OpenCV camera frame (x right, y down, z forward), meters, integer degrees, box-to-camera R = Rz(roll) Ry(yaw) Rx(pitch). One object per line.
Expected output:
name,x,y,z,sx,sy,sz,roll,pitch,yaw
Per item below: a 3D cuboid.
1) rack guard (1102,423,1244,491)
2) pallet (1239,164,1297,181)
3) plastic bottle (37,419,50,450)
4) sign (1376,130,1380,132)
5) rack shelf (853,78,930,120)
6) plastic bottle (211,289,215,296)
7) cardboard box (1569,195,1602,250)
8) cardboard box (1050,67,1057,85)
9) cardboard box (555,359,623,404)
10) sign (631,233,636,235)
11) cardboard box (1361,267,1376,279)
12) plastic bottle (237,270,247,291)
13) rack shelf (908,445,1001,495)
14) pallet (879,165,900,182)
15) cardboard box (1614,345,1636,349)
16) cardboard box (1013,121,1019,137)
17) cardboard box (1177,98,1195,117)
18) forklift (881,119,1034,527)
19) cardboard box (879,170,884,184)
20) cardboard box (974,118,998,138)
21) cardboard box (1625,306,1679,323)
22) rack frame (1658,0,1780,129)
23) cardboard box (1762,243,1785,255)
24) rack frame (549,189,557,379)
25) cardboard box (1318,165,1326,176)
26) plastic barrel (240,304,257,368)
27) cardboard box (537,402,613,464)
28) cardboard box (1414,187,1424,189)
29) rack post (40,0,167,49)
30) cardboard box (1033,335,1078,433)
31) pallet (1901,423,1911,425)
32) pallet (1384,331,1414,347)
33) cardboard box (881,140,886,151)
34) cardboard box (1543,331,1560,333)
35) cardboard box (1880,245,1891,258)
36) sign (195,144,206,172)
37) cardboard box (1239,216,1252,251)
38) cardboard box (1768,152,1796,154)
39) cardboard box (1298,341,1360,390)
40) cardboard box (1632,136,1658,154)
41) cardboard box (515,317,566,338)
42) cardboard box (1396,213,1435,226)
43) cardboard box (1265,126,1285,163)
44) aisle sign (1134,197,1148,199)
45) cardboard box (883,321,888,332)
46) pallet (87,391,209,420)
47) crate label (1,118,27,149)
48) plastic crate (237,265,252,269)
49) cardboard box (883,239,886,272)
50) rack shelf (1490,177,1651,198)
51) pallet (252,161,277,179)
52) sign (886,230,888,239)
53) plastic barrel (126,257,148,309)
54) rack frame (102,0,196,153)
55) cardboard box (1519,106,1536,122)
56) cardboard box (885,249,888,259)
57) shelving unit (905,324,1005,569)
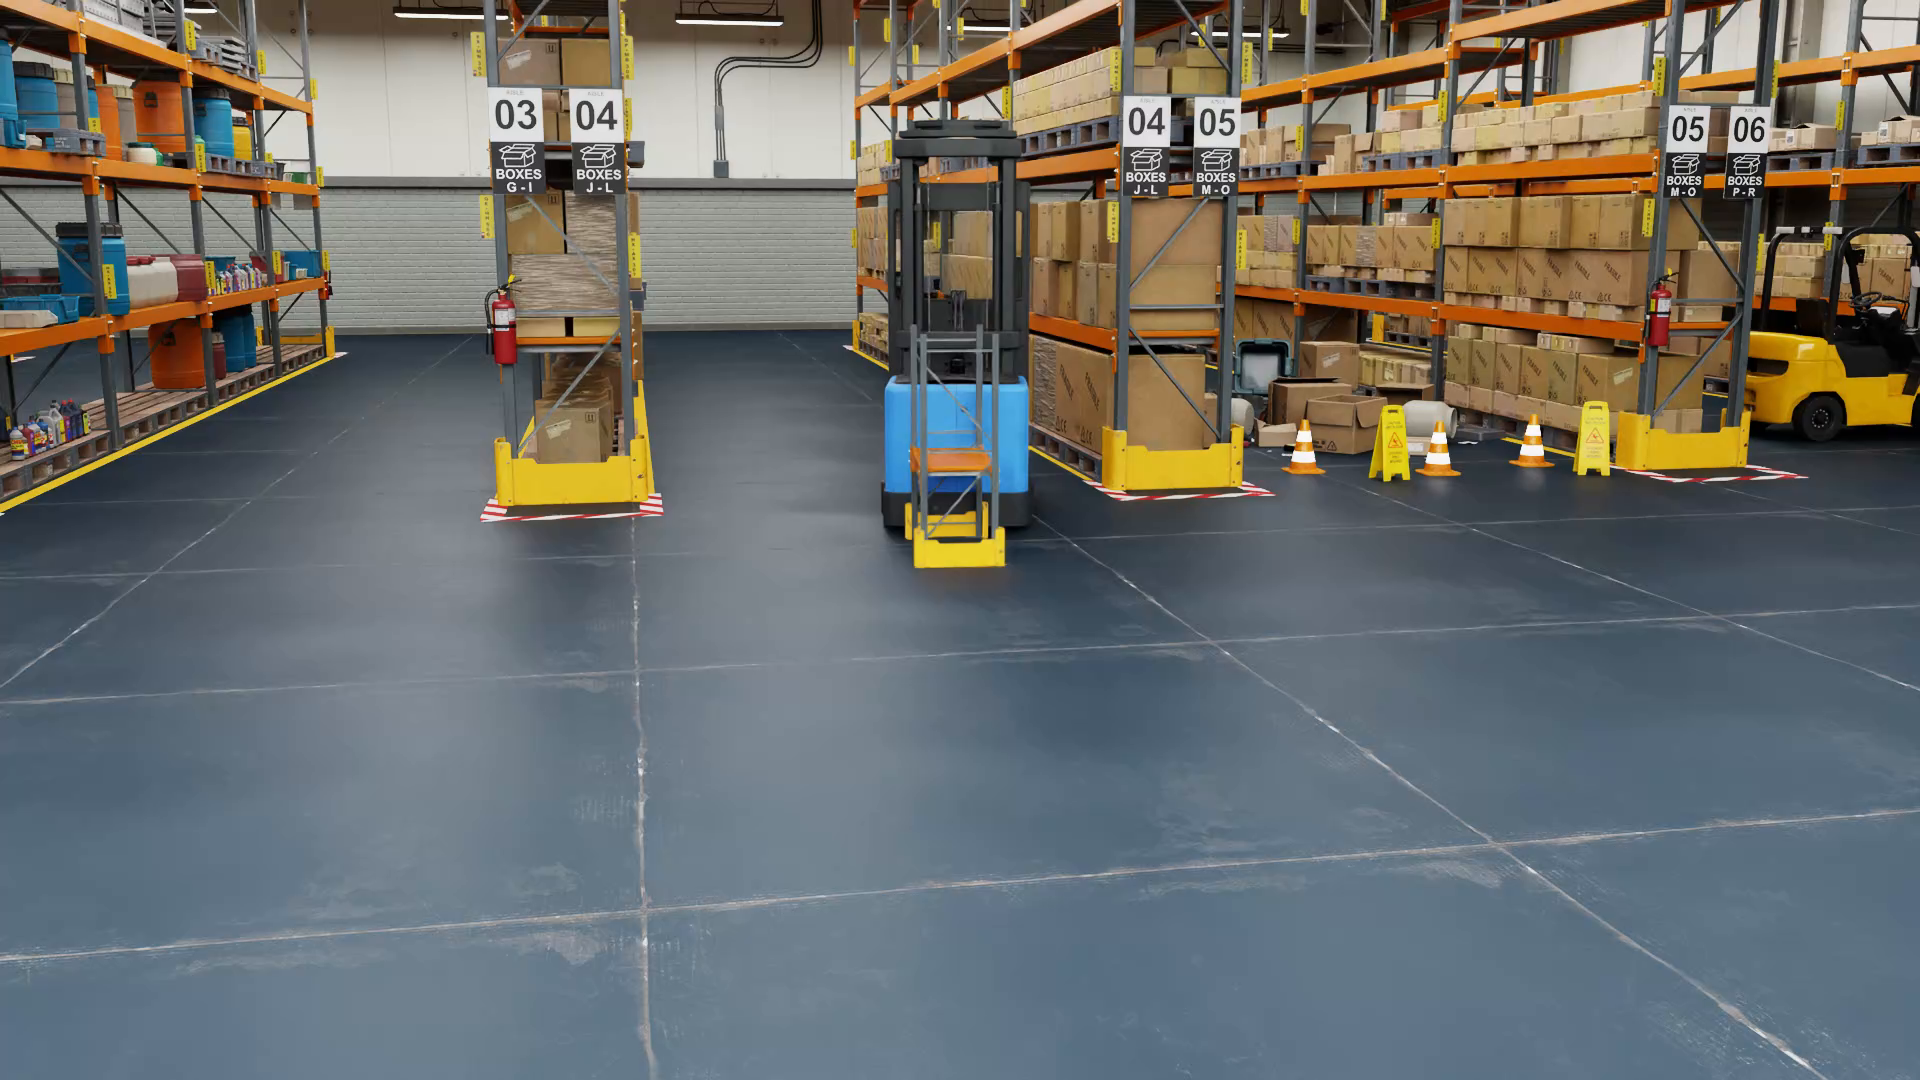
rack guard,1.800,-0.709,14.083,1.175,0.500,0.348,-2,11,-11
pallet,4.677,-5.309,24.049,1.003,0.211,1.213,-2,11,-8
plastic bottle,-8.121,-0.937,14.718,0.097,0.271,0.097,0,11,0
sign,5.608,-5.354,22.397,0.100,0.325,0.005,-2,11,-11
rack shelf,-0.928,-7.101,26.869,1.077,0.370,4.000,-2,11,-11
plastic bottle,-9.290,-3.162,20.600,0.061,0.283,0.133,-2,11,-11
cardboard box,6.226,-3.005,15.724,0.700,0.500,0.500,-2,11,-10
cardboard box,1.050,-4.314,15.465,0.380,0.149,0.250,-2,11,-11
cardboard box,-4.040,-1.703,18.128,0.700,0.500,0.500,-2,11,-11
sign,-3.337,-2.959,16.907,0.100,0.325,0.005,-2,11,-11
cardboard box,5.223,-3.325,20.693,0.380,0.149,0.250,-2,11,-9
plastic bottle,-9.693,-3.494,22.365,0.152,0.276,0.135,-2,11,-11
rack shelf,-0.048,-0.479,11.164,0.538,0.185,1.000,-1,11,-5
pallet,-0.523,-5.406,24.557,1.213,0.211,1.003,-2,11,-11
cardboard box,6.545,-1.714,16.904,0.500,0.500,0.500,-2,11,-10
cardboard box,0.754,-4.201,17.005,0.380,0.149,0.250,-2,11,-12
cardboard box,2.043,-3.621,13.958,0.380,0.149,0.250,-2,11,-11
forklift,-0.007,-1.750,13.051,1.130,2.935,3.031,0,11,1
cardboard box,-0.985,-5.714,26.074,0.500,0.250,0.500,-2,11,-11
cardboard box,0.460,-4.673,19.053,0.500,0.311,0.500,-3,11,-13
cardboard box,6.348,-2.077,15.258,0.380,0.149,0.250,-2,11,-9
rack frame,6.631,-5.087,14.355,1.000,3.000,0.127,-2,11,-11
cardboard box,10.192,-3.614,20.658,0.380,0.149,0.250,-2,11,-13
rack frame,-4.646,-3.246,20.731,1.000,3.000,0.127,-2,11,-11
cardboard box,4.970,-4.893,22.031,0.380,0.149,0.250,-2,11,-11
plastic barrel,-10.193,-2.875,23.268,0.600,0.901,0.708,-2,11,-11
cardboard box,-3.195,-0.873,13.821,0.500,0.500,0.500,0,11,0
cardboard box,8.337,-6.347,29.668,0.380,0.149,0.250,-2,11,-11
rack post,-9.193,-5.736,17.232,1.013,1.000,3.121,-2,11,-11
cardboard box,1.250,-1.554,16.399,0.875,0.875,0.875,-2,11,-11
pallet,11.075,-1.313,18.030,1.003,0.211,1.213,-2,11,-11
pallet,8.558,-3.725,30.705,1.003,0.211,1.213,-2,11,-11
cardboard box,-1.018,-6.122,25.814,0.380,0.149,0.250,-2,11,-11
cardboard box,9.339,-3.119,25.622,0.500,0.500,0.500,-3,11,-13
cardboard box,10.655,-3.260,18.799,0.380,0.149,0.250,-2,11,-11
sign,-8.966,-4.510,19.626,0.100,0.325,0.005,-2,11,-11
cardboard box,4.429,-4.511,24.431,0.500,0.500,0.500,-2,11,-12
cardboard box,10.432,-5.015,21.232,0.380,0.166,0.250,-2,11,-11
cardboard box,4.113,-1.947,18.564,0.500,0.500,0.500,-2,11,-11
cardboard box,6.287,-3.545,14.949,0.380,0.149,0.250,-2,11,-11
cardboard box,-3.348,-1.701,13.281,0.380,0.149,0.250,-2,11,-11
cardboard box,5.395,-3.796,19.696,0.380,0.149,0.250,-2,11,-13
cardboard box,4.696,-5.510,23.213,0.700,0.500,0.500,-3,11,-14
aisle sign,3.221,-6.354,30.104,0.394,0.787,0.004,-2,11,-11
cardboard box,-1.007,-3.387,26.377,0.380,0.149,0.250,-2,11,-12
pallet,-9.392,-1.553,19.291,1.003,0.211,1.213,-2,11,-11
crate label,-7.988,-3.355,13.676,0.502,0.251,0.408,-2,11,-11
plastic crate,-11.021,-4.127,25.645,0.416,0.233,0.300,-2,11,-11
cardboard box,-0.910,-4.416,25.810,0.500,0.500,0.500,-2,11,-11
rack shelf,9.554,-5.275,25.290,1.077,0.370,4.000,-2,11,-11
pallet,-10.034,-5.041,22.639,1.213,0.211,1.003,-2,11,-11
sign,-1.070,-4.546,25.244,0.100,0.325,0.005,-2,11,-11
plastic barrel,-8.840,-2.717,17.588,0.433,0.535,0.433,0,11,0
rack frame,-9.504,-6.013,19.224,1.000,3.000,0.127,-2,11,-11
cardboard box,5.901,-4.309,16.828,0.380,0.149,0.250,-2,11,-12
cardboard box,-0.913,-4.282,24.924,0.380,0.149,0.250,-2,11,-10
shelving unit,-0.049,-0.657,11.139,0.587,1.500,1.083,-1,11,-5
